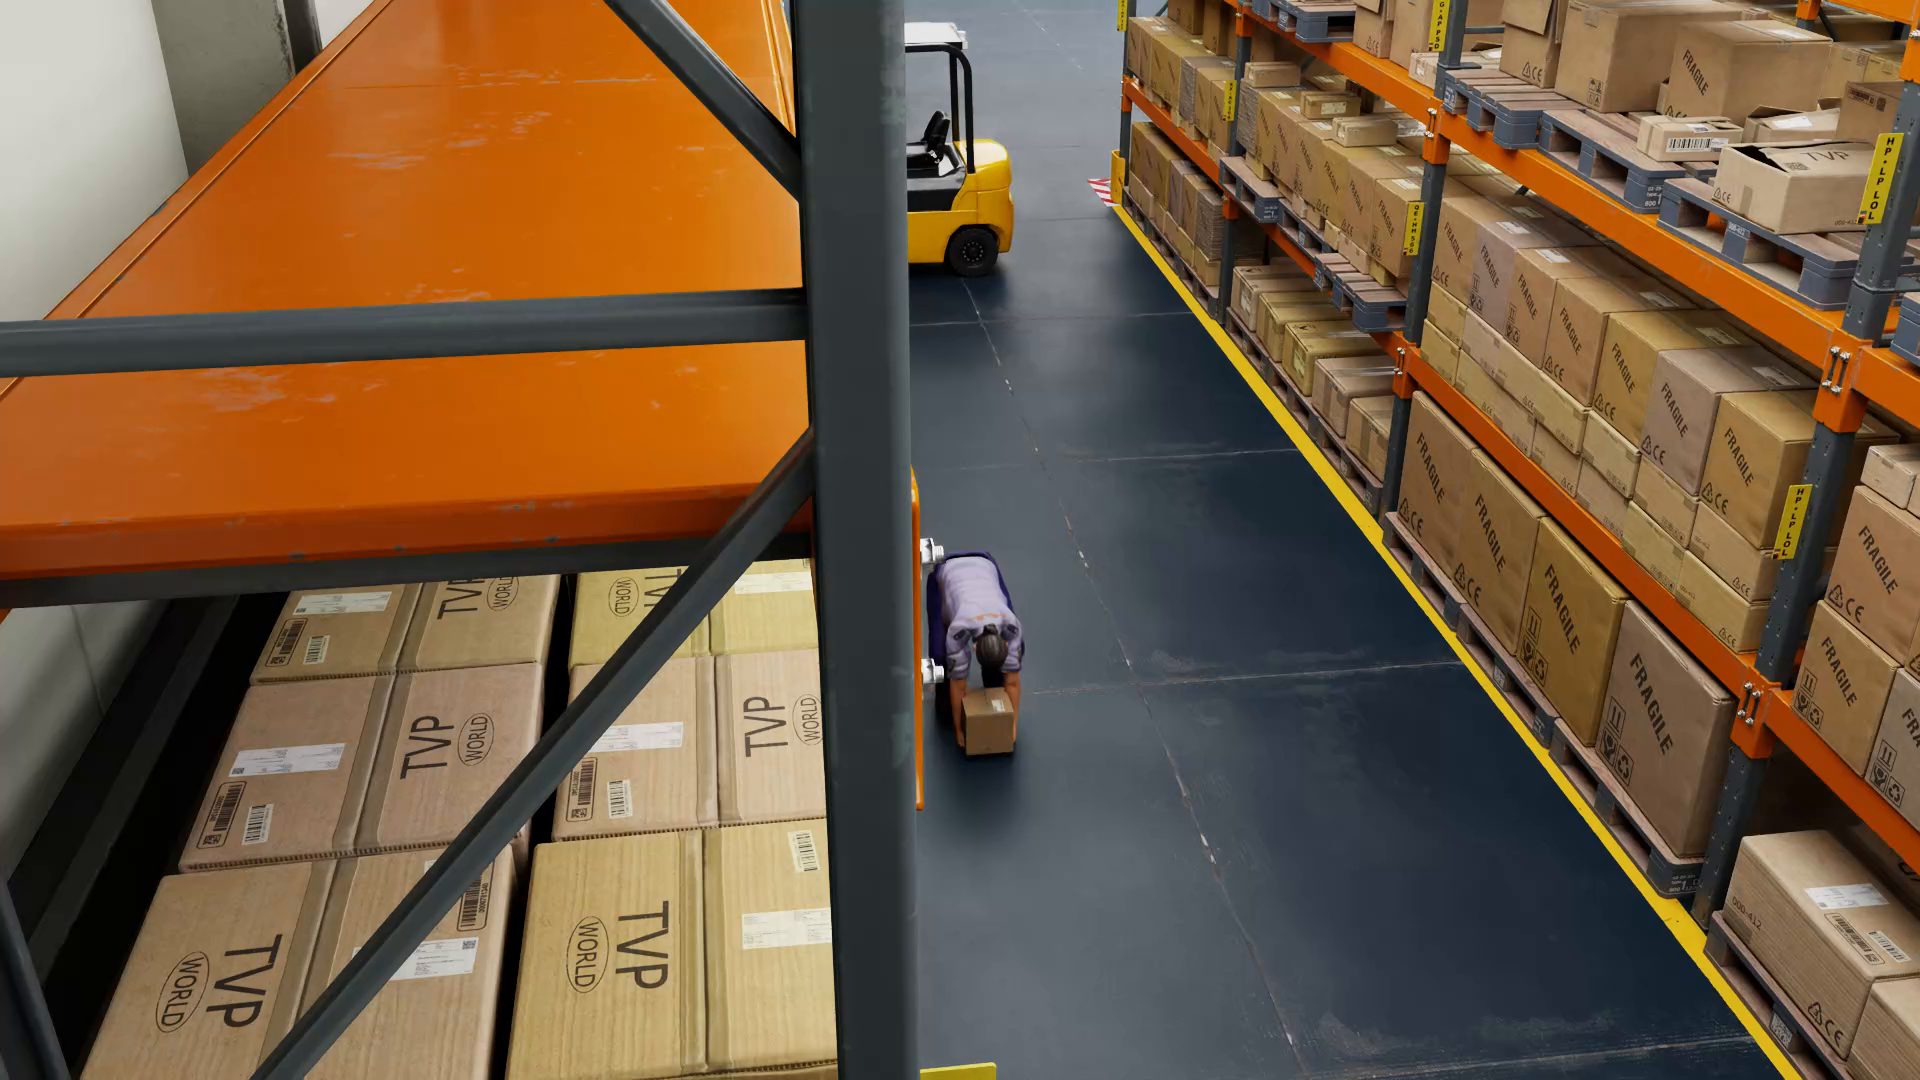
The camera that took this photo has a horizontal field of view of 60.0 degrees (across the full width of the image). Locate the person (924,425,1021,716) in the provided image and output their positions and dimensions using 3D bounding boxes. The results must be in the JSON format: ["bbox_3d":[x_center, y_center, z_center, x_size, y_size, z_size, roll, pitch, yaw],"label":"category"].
[{"bbox_3d":[0.061,0.131,8.845,0.542,1.651,0.366,-5,28,-9],"label":"person"}]
